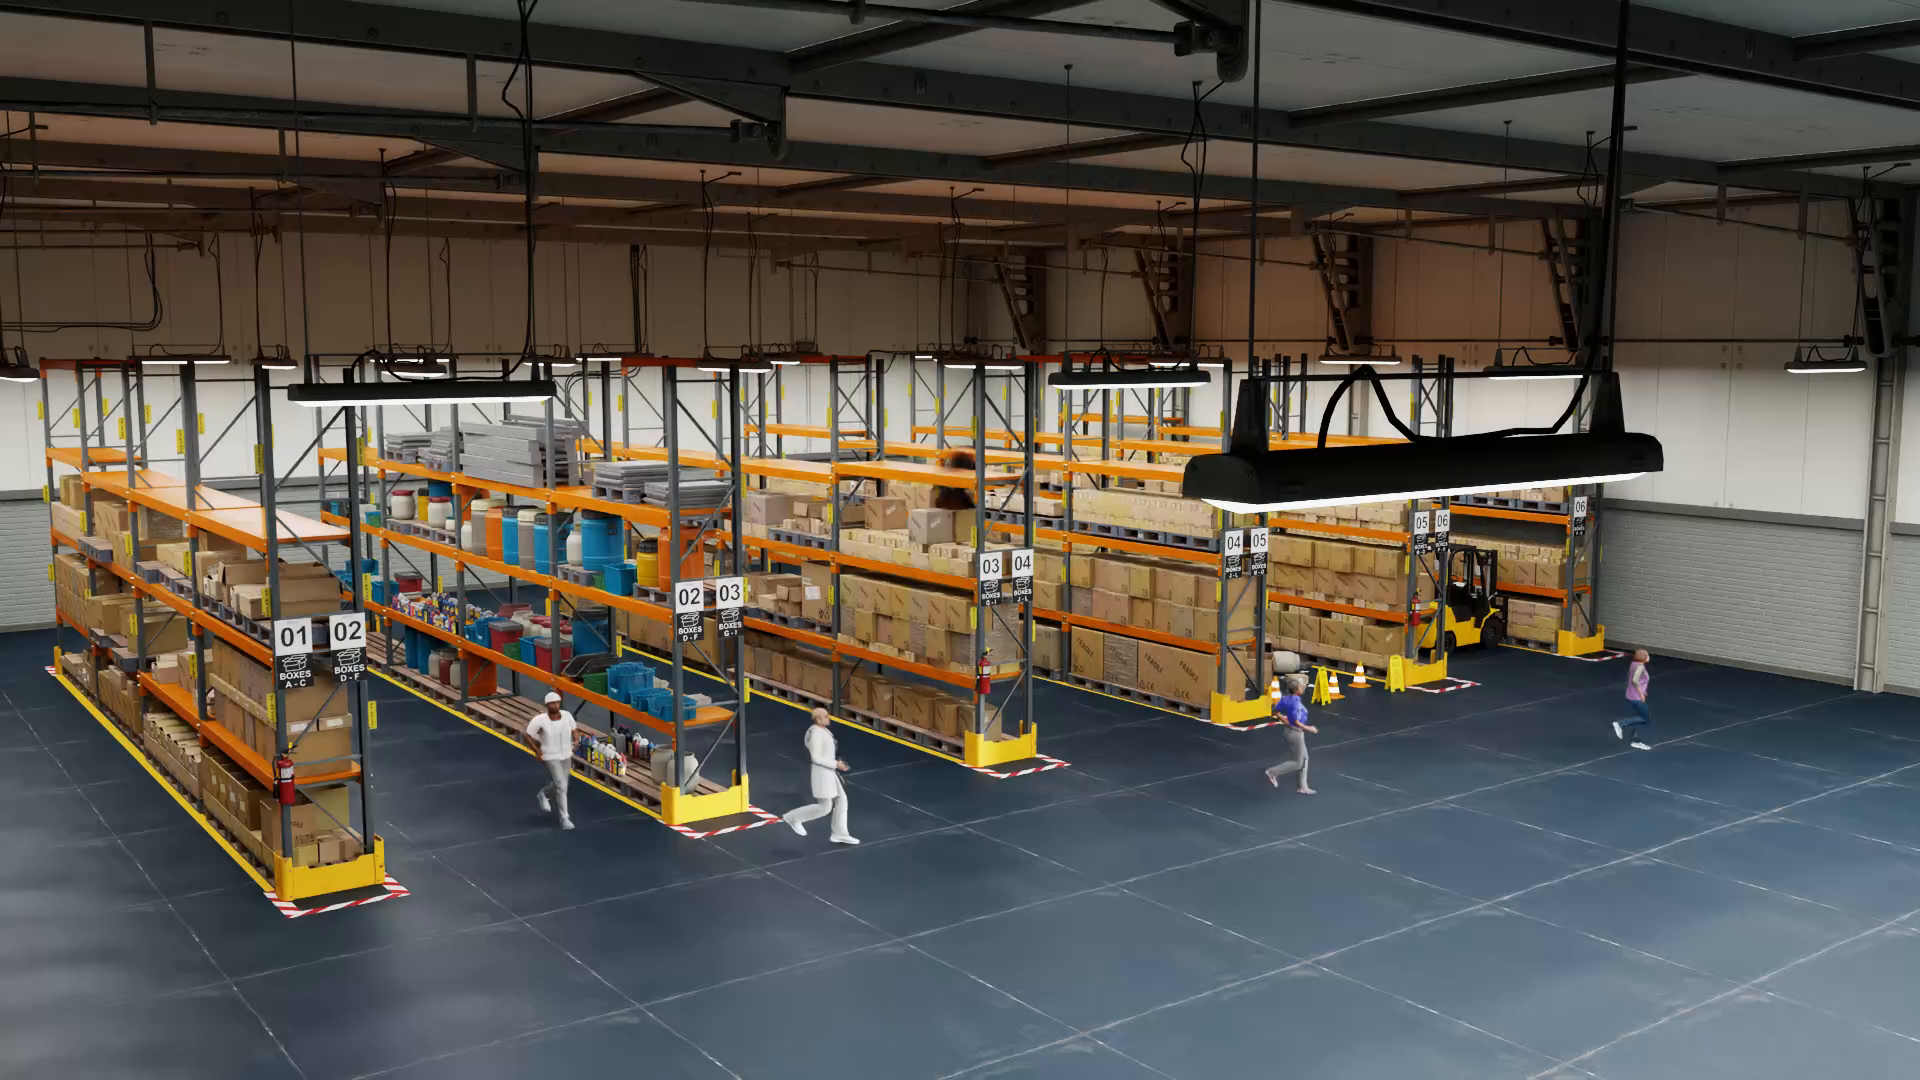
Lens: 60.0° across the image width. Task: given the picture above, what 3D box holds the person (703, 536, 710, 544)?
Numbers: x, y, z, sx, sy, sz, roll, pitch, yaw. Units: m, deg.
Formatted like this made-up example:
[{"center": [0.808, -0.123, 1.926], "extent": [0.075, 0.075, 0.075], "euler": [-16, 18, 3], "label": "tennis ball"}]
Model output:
[{"center": [-6.231, 0.650, 40.136], "extent": [0.689, 1.756, 0.833], "euler": [3, 8, 27], "label": "person"}]

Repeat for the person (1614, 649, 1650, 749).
[{"center": [10.473, 2.464, 25.904], "extent": [0.548, 1.558, 0.558], "euler": [1, 7, 9], "label": "person"}]

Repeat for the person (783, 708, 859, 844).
[{"center": [-1.751, 2.979, 20.919], "extent": [0.957, 1.755, 0.724], "euler": [0, 7, 0], "label": "person"}]

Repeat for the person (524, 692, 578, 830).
[{"center": [-5.304, 2.854, 21.806], "extent": [0.689, 1.767, 0.852], "euler": [-7, 10, -44], "label": "person"}]

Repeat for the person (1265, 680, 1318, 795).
[{"center": [4.616, 2.760, 23.179], "extent": [0.781, 1.649, 0.578], "euler": [-1, 7, -10], "label": "person"}]
